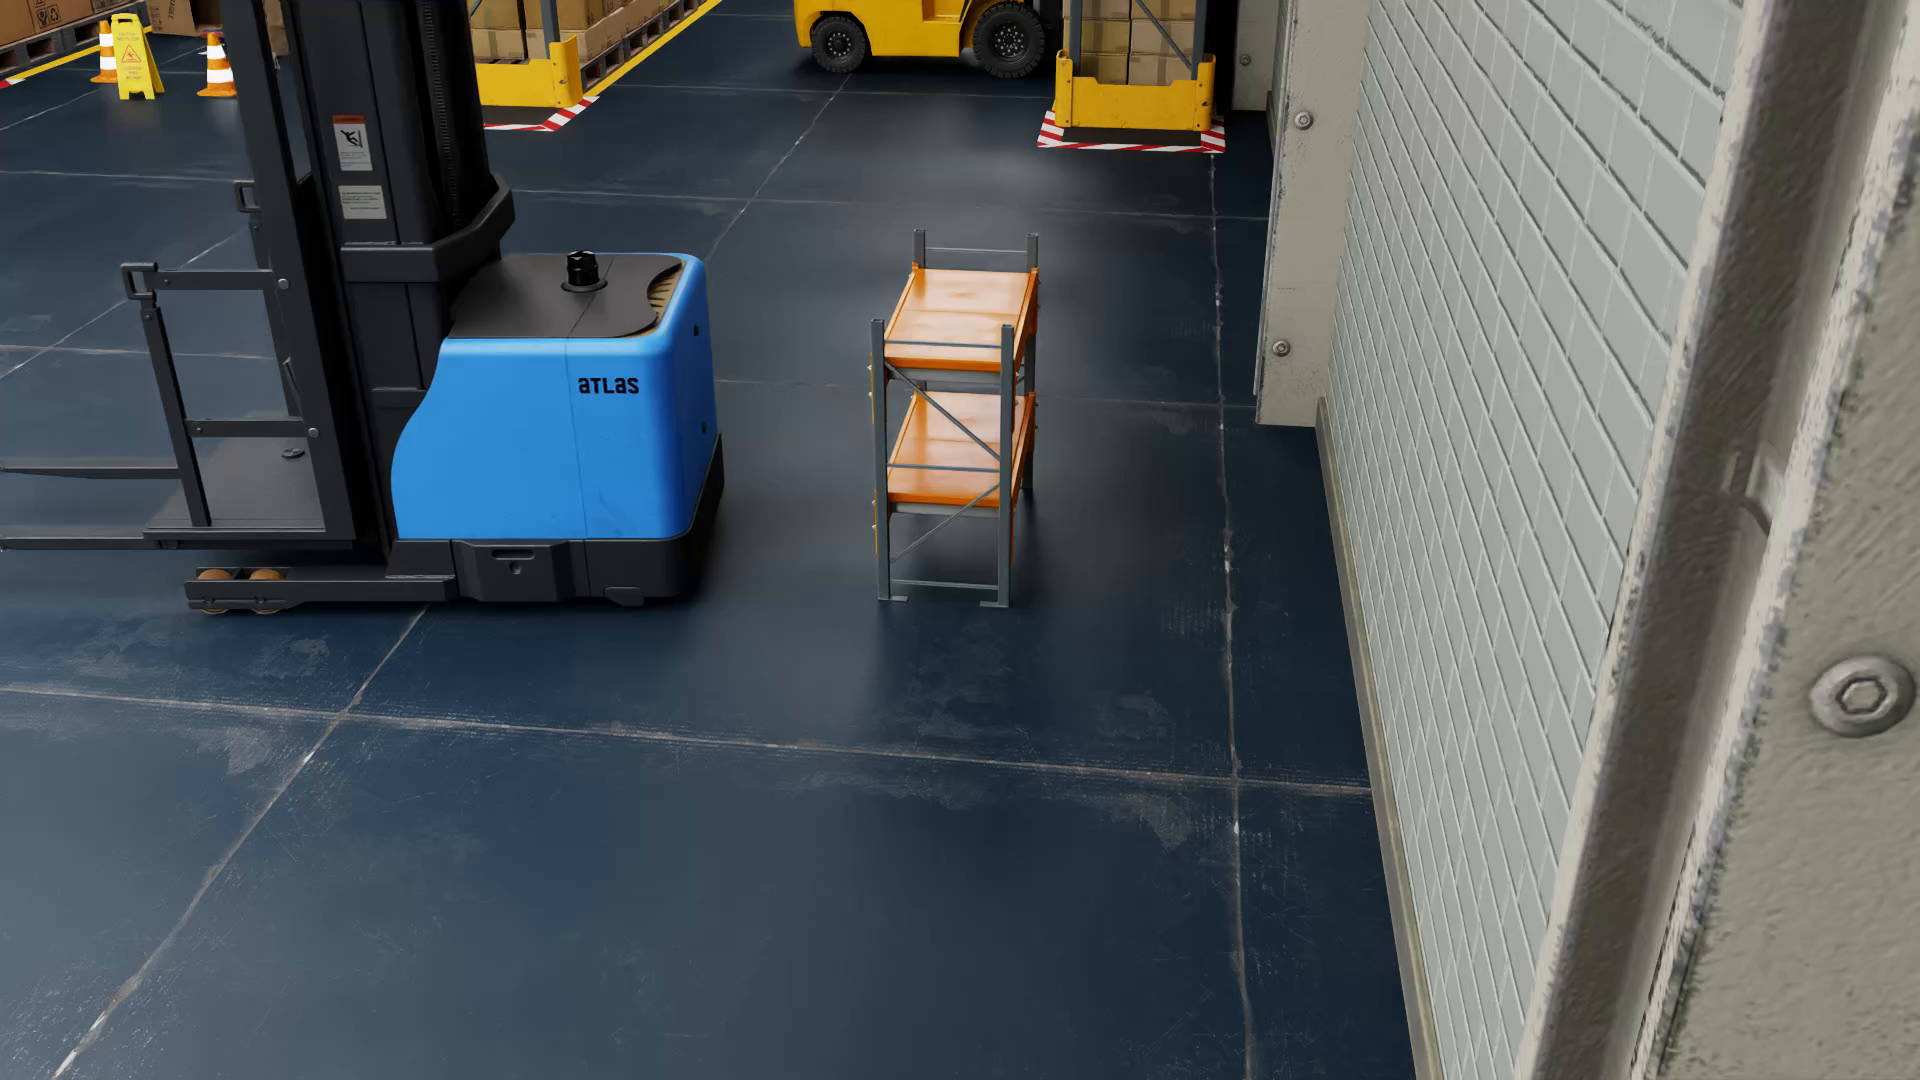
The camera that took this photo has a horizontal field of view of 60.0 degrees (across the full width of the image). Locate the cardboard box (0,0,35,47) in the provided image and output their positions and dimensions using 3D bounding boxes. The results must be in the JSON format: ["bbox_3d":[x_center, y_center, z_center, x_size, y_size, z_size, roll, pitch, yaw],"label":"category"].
[{"bbox_3d":[-8.520,-4.596,13.915,0.875,0.875,0.875,4,29,6],"label":"cardboard box"}]

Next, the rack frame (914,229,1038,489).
[{"bbox_3d":[0.063,-0.738,6.933,0.500,1.125,0.032,3,28,6],"label":"rack frame"}]

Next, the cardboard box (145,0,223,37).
[{"bbox_3d":[-7.219,-5.016,15.531,0.500,0.500,0.500,8,29,15],"label":"cardboard box"}]

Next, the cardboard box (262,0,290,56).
[{"bbox_3d":[-5.910,-4.658,14.866,0.797,0.503,0.637,-17,33,-29],"label":"cardboard box"}]

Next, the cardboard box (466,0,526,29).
[{"bbox_3d":[-3.773,-4.480,13.568,0.500,0.500,0.500,4,29,7],"label":"cardboard box"}]

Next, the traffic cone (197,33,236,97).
[{"bbox_3d":[-5.984,-3.848,13.405,0.336,0.463,0.334,3,28,6],"label":"traffic cone"}]

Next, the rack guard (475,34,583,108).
[{"bbox_3d":[-3.603,-3.718,13.125,1.175,0.500,0.348,3,28,6],"label":"rack guard"}]

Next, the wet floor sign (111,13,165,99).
[{"bbox_3d":[-6.576,-3.858,13.231,0.267,0.644,0.232,-1,28,-3],"label":"wet floor sign"}]

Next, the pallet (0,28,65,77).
[{"bbox_3d":[-8.517,-4.176,14.280,1.003,0.211,1.213,3,28,6],"label":"pallet"}]

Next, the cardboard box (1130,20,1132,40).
[{"bbox_3d":[1.136,-4.174,13.263,0.500,0.250,0.500,3,28,6],"label":"cardboard box"}]

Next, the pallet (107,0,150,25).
[{"bbox_3d":[-8.218,-5.325,16.412,1.003,0.211,1.213,3,28,6],"label":"pallet"}]

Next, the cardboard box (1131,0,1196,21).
[{"bbox_3d":[1.561,-4.126,12.648,0.500,0.250,0.500,3,28,5],"label":"cardboard box"}]

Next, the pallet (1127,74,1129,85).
[{"bbox_3d":[1.366,-3.631,13.268,1.003,0.211,1.213,3,28,6],"label":"pallet"}]

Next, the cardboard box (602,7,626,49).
[{"bbox_3d":[-3.169,-4.361,14.138,0.500,0.250,0.500,4,29,8],"label":"cardboard box"}]

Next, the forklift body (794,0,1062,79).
[{"bbox_3d":[-0.264,-5.121,13.988,2.313,2.155,1.214,3,28,6],"label":"forklift body"}]

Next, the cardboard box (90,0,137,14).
[{"bbox_3d":[-8.301,-5.439,15.481,0.875,0.875,0.875,4,29,7],"label":"cardboard box"}]

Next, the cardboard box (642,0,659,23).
[{"bbox_3d":[-3.050,-4.856,15.057,0.500,0.250,0.500,4,29,7],"label":"cardboard box"}]

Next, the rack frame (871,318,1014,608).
[{"bbox_3d":[-0.061,-0.259,6.045,0.500,1.125,0.032,3,28,6],"label":"rack frame"}]

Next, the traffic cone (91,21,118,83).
[{"bbox_3d":[-7.063,-4.074,13.824,0.336,0.463,0.334,3,28,6],"label":"traffic cone"}]

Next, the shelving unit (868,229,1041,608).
[{"bbox_3d":[0.001,-0.498,6.489,0.538,1.125,1.048,3,28,6],"label":"shelving unit"}]

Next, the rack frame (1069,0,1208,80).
[{"bbox_3d":[1.314,-4.496,11.933,1.000,3.000,0.127,3,28,6],"label":"rack frame"}]

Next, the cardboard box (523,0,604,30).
[{"bbox_3d":[-3.237,-4.462,13.536,0.500,0.500,0.500,2,28,4],"label":"cardboard box"}]

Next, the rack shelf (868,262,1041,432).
[{"bbox_3d":[0.001,-0.756,6.350,0.538,0.278,1.000,3,28,6],"label":"rack shelf"}]

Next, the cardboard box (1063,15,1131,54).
[{"bbox_3d":[1.064,-3.938,12.826,0.500,0.250,0.500,3,28,6],"label":"cardboard box"}]

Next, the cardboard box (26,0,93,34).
[{"bbox_3d":[-8.414,-5.010,14.684,0.875,0.875,0.875,3,28,5],"label":"cardboard box"}]

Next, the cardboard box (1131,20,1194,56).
[{"bbox_3d":[1.578,-3.900,12.756,0.500,0.250,0.500,4,29,7],"label":"cardboard box"}]

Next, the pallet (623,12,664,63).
[{"bbox_3d":[-3.317,-4.544,14.962,1.003,0.211,1.213,3,28,6],"label":"pallet"}]

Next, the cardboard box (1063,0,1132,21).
[{"bbox_3d":[1.061,-4.146,12.685,0.500,0.250,0.500,4,29,8],"label":"cardboard box"}]

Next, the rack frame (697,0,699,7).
[{"bbox_3d":[-3.122,-6.666,15.961,1.000,3.000,0.127,3,28,6],"label":"rack frame"}]

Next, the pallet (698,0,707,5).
[{"bbox_3d":[-3.029,-5.805,17.302,1.003,0.211,1.213,3,28,6],"label":"pallet"}]

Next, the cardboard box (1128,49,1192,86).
[{"bbox_3d":[1.568,-3.691,12.894,0.500,0.250,0.500,3,29,6],"label":"cardboard box"}]

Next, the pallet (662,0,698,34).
[{"bbox_3d":[-3.170,-5.120,16.031,1.003,0.211,1.213,3,28,6],"label":"pallet"}]

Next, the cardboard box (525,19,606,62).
[{"bbox_3d":[-3.239,-4.121,13.693,0.500,0.250,0.500,3,28,6],"label":"cardboard box"}]

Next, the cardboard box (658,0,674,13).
[{"bbox_3d":[-2.983,-5.095,15.501,0.500,0.250,0.500,3,28,5],"label":"cardboard box"}]

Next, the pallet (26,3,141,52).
[{"bbox_3d":[-8.365,-4.749,15.343,1.003,0.211,1.213,3,28,6],"label":"pallet"}]

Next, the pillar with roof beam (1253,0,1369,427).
[{"bbox_3d":[-2.714,-4.839,6.244,9.100,9.000,0.400,3,28,6],"label":"pillar with roof beam"}]

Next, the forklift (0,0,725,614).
[{"bbox_3d":[-2.511,-1.263,6.004,3.031,2.935,1.130,0,28,0],"label":"forklift"}]

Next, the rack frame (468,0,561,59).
[{"bbox_3d":[-3.613,-4.783,12.466,1.000,3.000,0.127,3,28,6],"label":"rack frame"}]

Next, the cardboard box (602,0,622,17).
[{"bbox_3d":[-3.177,-4.709,13.993,0.500,0.500,0.500,2,28,4],"label":"cardboard box"}]

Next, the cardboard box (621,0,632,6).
[{"bbox_3d":[-3.108,-4.944,14.431,0.500,0.500,0.500,4,29,7],"label":"cardboard box"}]

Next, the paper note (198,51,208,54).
[{"bbox_3d":[-6.666,-4.335,14.766,0.144,0.017,0.142,14,31,24],"label":"paper note"}]

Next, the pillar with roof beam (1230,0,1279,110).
[{"bbox_3d":[-1.979,-7.663,11.486,9.100,9.000,0.400,3,28,6],"label":"pillar with roof beam"}]

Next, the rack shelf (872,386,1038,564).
[{"bbox_3d":[0.001,-0.283,6.605,0.538,0.278,1.000,3,28,6],"label":"rack shelf"}]

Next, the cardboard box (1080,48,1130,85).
[{"bbox_3d":[1.058,-3.710,12.931,0.500,0.250,0.500,4,29,7],"label":"cardboard box"}]

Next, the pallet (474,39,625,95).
[{"bbox_3d":[-3.469,-3.972,13.899,1.003,0.211,1.213,3,28,6],"label":"pallet"}]

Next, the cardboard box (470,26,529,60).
[{"bbox_3d":[-3.778,-4.165,13.774,0.500,0.250,0.500,3,28,6],"label":"cardboard box"}]

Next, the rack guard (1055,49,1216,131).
[{"bbox_3d":[1.311,-3.385,12.505,1.175,0.500,0.348,3,28,6],"label":"rack guard"}]

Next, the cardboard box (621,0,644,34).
[{"bbox_3d":[-3.115,-4.619,14.616,0.500,0.250,0.500,5,29,10],"label":"cardboard box"}]

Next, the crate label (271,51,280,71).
[{"bbox_3d":[-5.949,-4.078,14.176,0.250,0.136,0.298,-11,30,-20],"label":"crate label"}]

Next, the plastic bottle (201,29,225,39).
[{"bbox_3d":[-6.856,-4.682,15.377,0.283,0.061,0.133,-6,29,-11],"label":"plastic bottle"}]
